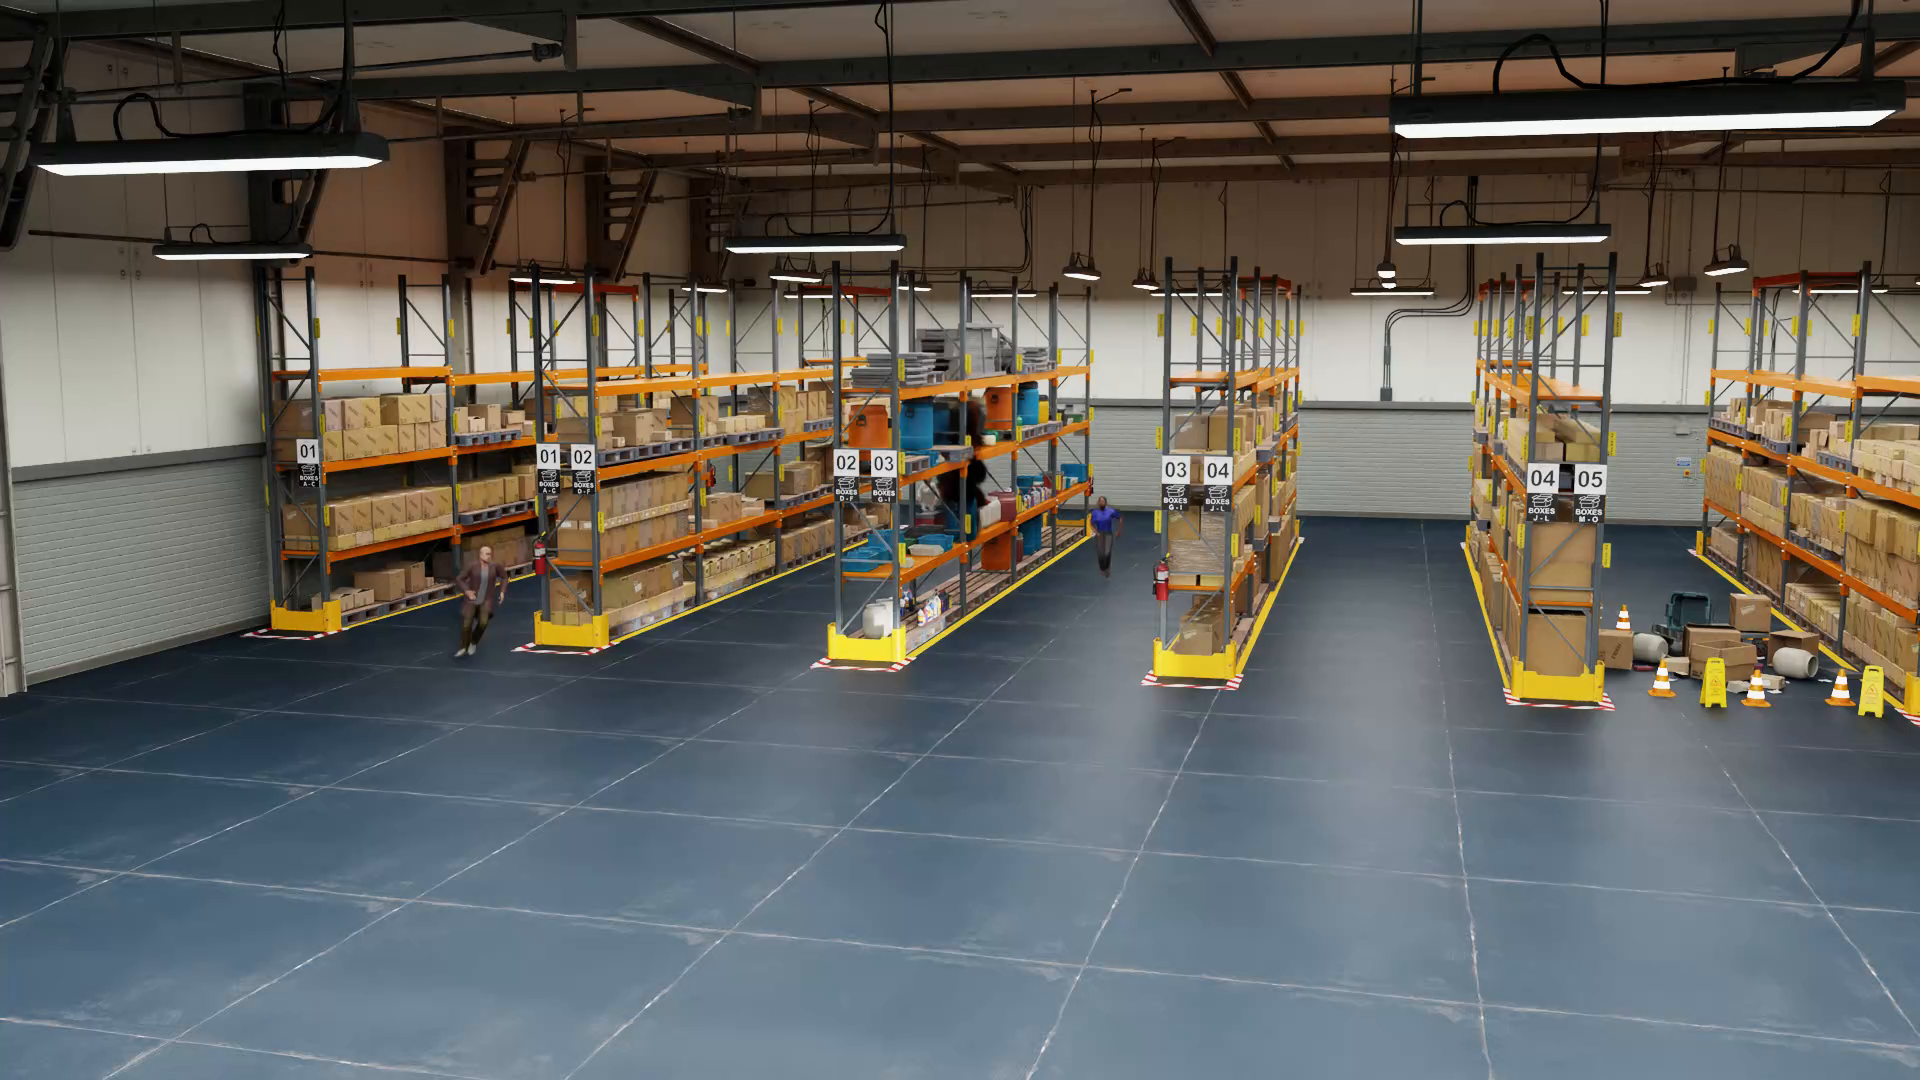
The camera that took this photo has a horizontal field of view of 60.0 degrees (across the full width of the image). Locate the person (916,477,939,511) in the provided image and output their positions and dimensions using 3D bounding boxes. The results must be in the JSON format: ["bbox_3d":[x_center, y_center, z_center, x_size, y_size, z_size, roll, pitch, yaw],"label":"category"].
[{"bbox_3d":[-0.779,-0.810,39.841,0.534,1.575,0.597,1,7,8],"label":"person"}]

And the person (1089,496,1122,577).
[{"bbox_3d":[2.780,-0.056,31.896,0.602,1.579,0.681,2,8,15],"label":"person"}]

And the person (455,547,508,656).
[{"bbox_3d":[-7.337,0.943,25.543,0.823,1.682,0.656,-3,8,-19],"label":"person"}]
